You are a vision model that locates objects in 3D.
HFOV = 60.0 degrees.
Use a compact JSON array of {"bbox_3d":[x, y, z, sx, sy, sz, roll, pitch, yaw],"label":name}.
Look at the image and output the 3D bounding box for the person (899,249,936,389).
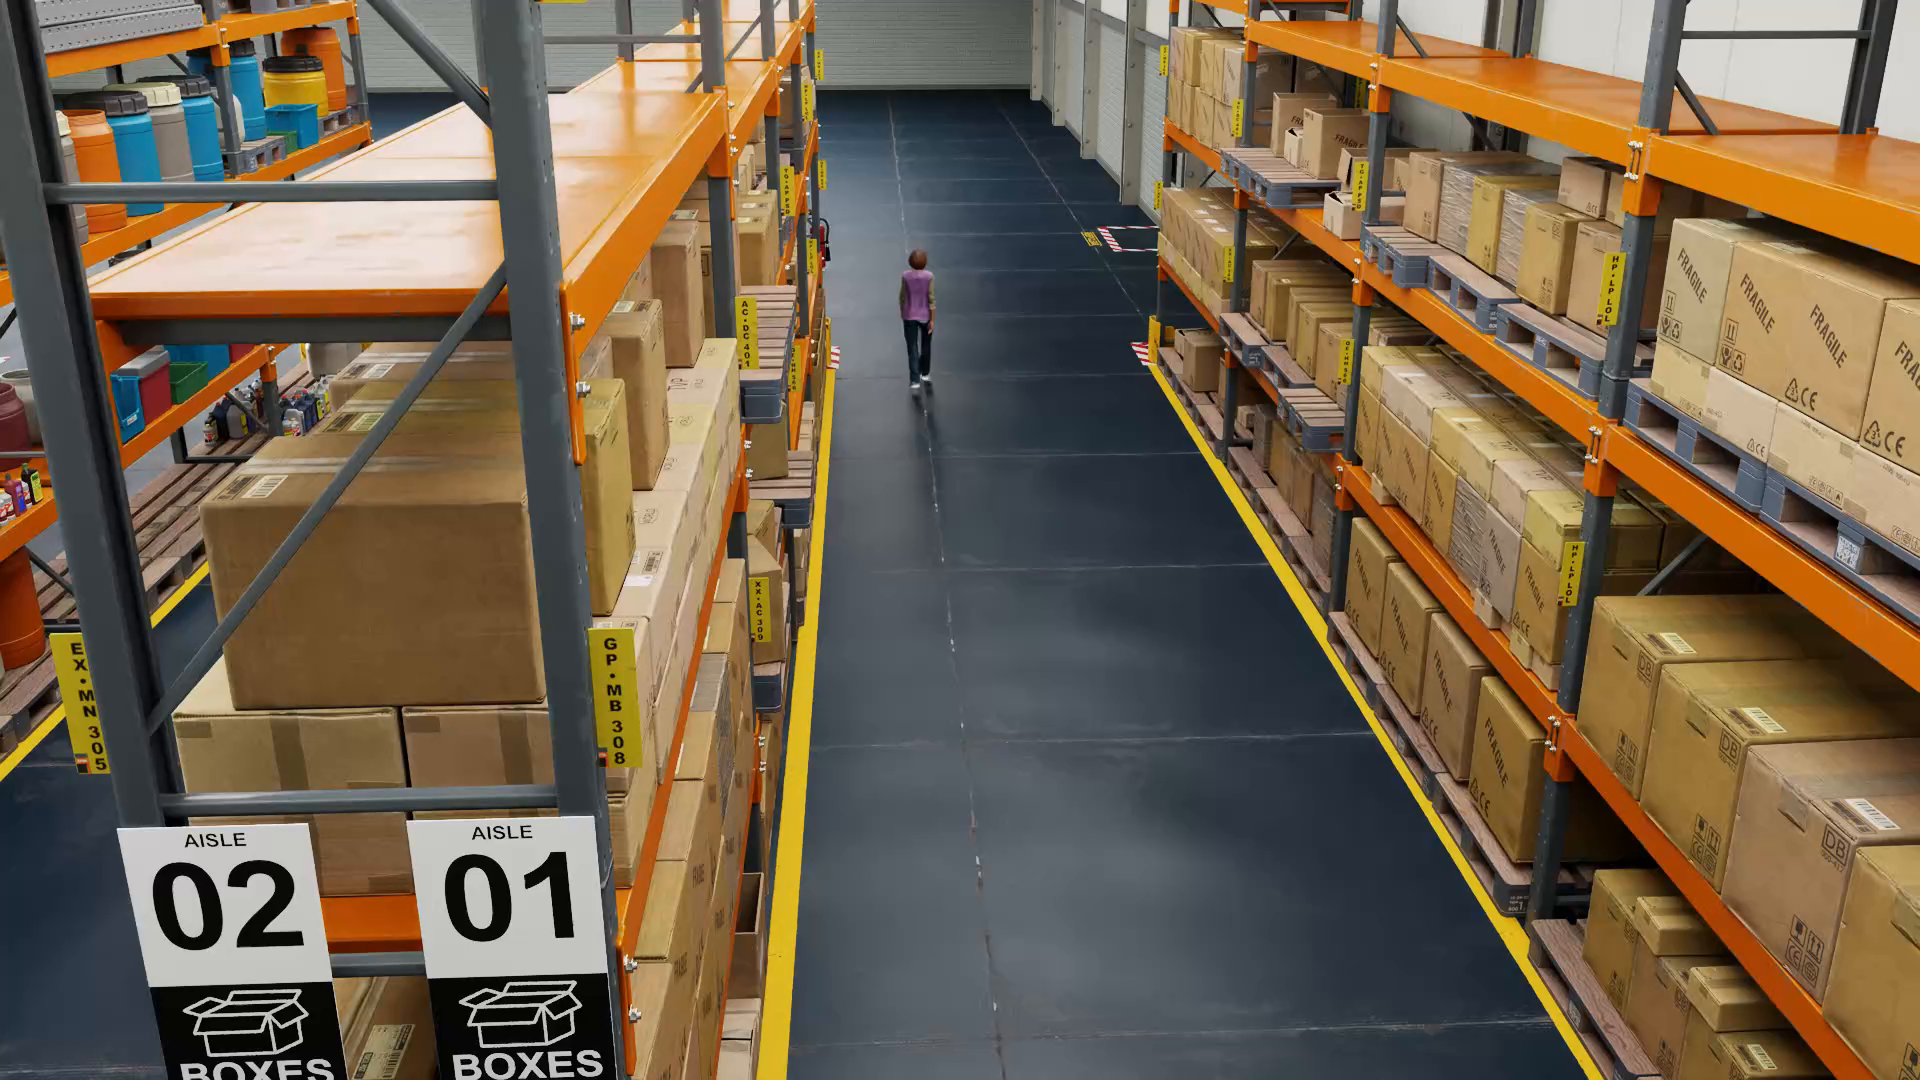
[{"bbox_3d":[-0.470,-2.465,18.402,0.406,1.544,0.938,-2,21,-5],"label":"person"}]
